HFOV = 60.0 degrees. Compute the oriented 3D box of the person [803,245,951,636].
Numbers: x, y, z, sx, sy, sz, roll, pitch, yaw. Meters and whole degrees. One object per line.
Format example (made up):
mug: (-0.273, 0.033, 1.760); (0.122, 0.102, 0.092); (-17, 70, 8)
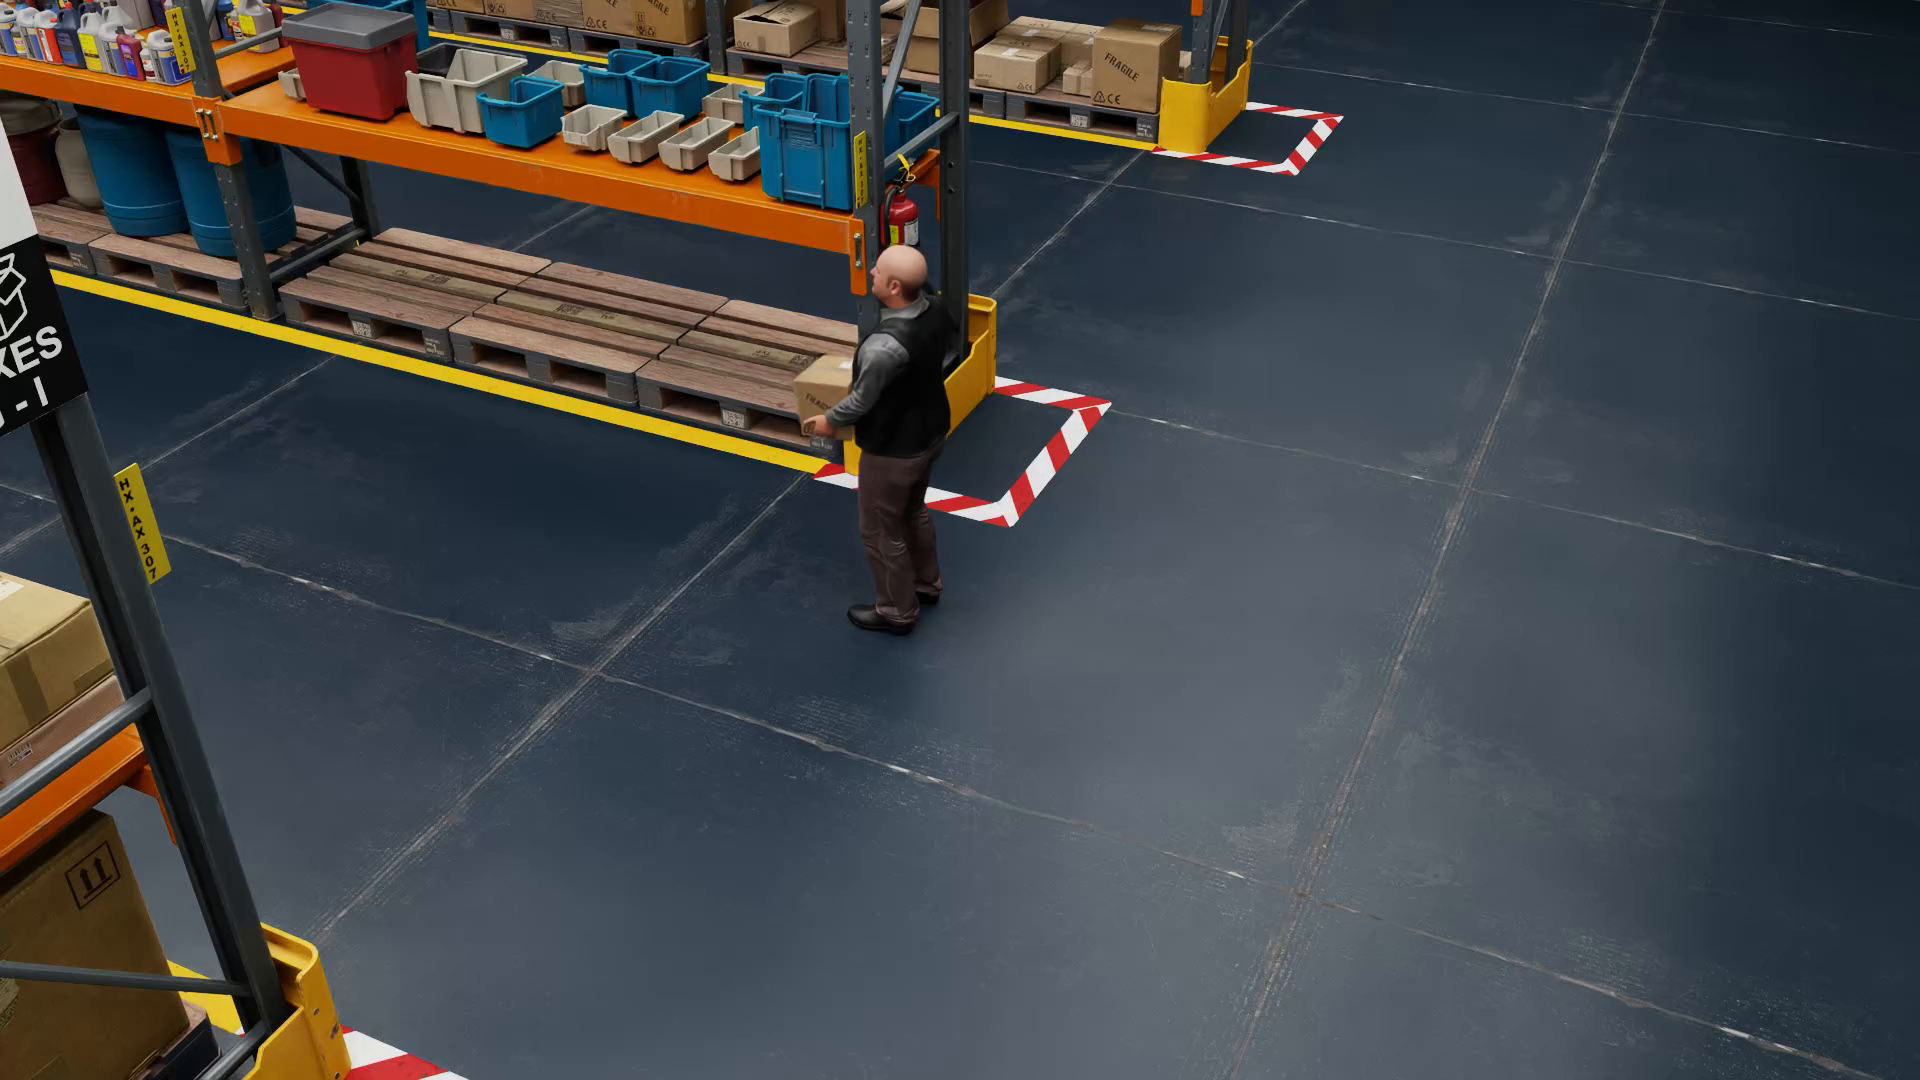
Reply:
person: (-0.332, -0.419, 6.795); (0.547, 1.722, 0.508); (14, 36, 20)
